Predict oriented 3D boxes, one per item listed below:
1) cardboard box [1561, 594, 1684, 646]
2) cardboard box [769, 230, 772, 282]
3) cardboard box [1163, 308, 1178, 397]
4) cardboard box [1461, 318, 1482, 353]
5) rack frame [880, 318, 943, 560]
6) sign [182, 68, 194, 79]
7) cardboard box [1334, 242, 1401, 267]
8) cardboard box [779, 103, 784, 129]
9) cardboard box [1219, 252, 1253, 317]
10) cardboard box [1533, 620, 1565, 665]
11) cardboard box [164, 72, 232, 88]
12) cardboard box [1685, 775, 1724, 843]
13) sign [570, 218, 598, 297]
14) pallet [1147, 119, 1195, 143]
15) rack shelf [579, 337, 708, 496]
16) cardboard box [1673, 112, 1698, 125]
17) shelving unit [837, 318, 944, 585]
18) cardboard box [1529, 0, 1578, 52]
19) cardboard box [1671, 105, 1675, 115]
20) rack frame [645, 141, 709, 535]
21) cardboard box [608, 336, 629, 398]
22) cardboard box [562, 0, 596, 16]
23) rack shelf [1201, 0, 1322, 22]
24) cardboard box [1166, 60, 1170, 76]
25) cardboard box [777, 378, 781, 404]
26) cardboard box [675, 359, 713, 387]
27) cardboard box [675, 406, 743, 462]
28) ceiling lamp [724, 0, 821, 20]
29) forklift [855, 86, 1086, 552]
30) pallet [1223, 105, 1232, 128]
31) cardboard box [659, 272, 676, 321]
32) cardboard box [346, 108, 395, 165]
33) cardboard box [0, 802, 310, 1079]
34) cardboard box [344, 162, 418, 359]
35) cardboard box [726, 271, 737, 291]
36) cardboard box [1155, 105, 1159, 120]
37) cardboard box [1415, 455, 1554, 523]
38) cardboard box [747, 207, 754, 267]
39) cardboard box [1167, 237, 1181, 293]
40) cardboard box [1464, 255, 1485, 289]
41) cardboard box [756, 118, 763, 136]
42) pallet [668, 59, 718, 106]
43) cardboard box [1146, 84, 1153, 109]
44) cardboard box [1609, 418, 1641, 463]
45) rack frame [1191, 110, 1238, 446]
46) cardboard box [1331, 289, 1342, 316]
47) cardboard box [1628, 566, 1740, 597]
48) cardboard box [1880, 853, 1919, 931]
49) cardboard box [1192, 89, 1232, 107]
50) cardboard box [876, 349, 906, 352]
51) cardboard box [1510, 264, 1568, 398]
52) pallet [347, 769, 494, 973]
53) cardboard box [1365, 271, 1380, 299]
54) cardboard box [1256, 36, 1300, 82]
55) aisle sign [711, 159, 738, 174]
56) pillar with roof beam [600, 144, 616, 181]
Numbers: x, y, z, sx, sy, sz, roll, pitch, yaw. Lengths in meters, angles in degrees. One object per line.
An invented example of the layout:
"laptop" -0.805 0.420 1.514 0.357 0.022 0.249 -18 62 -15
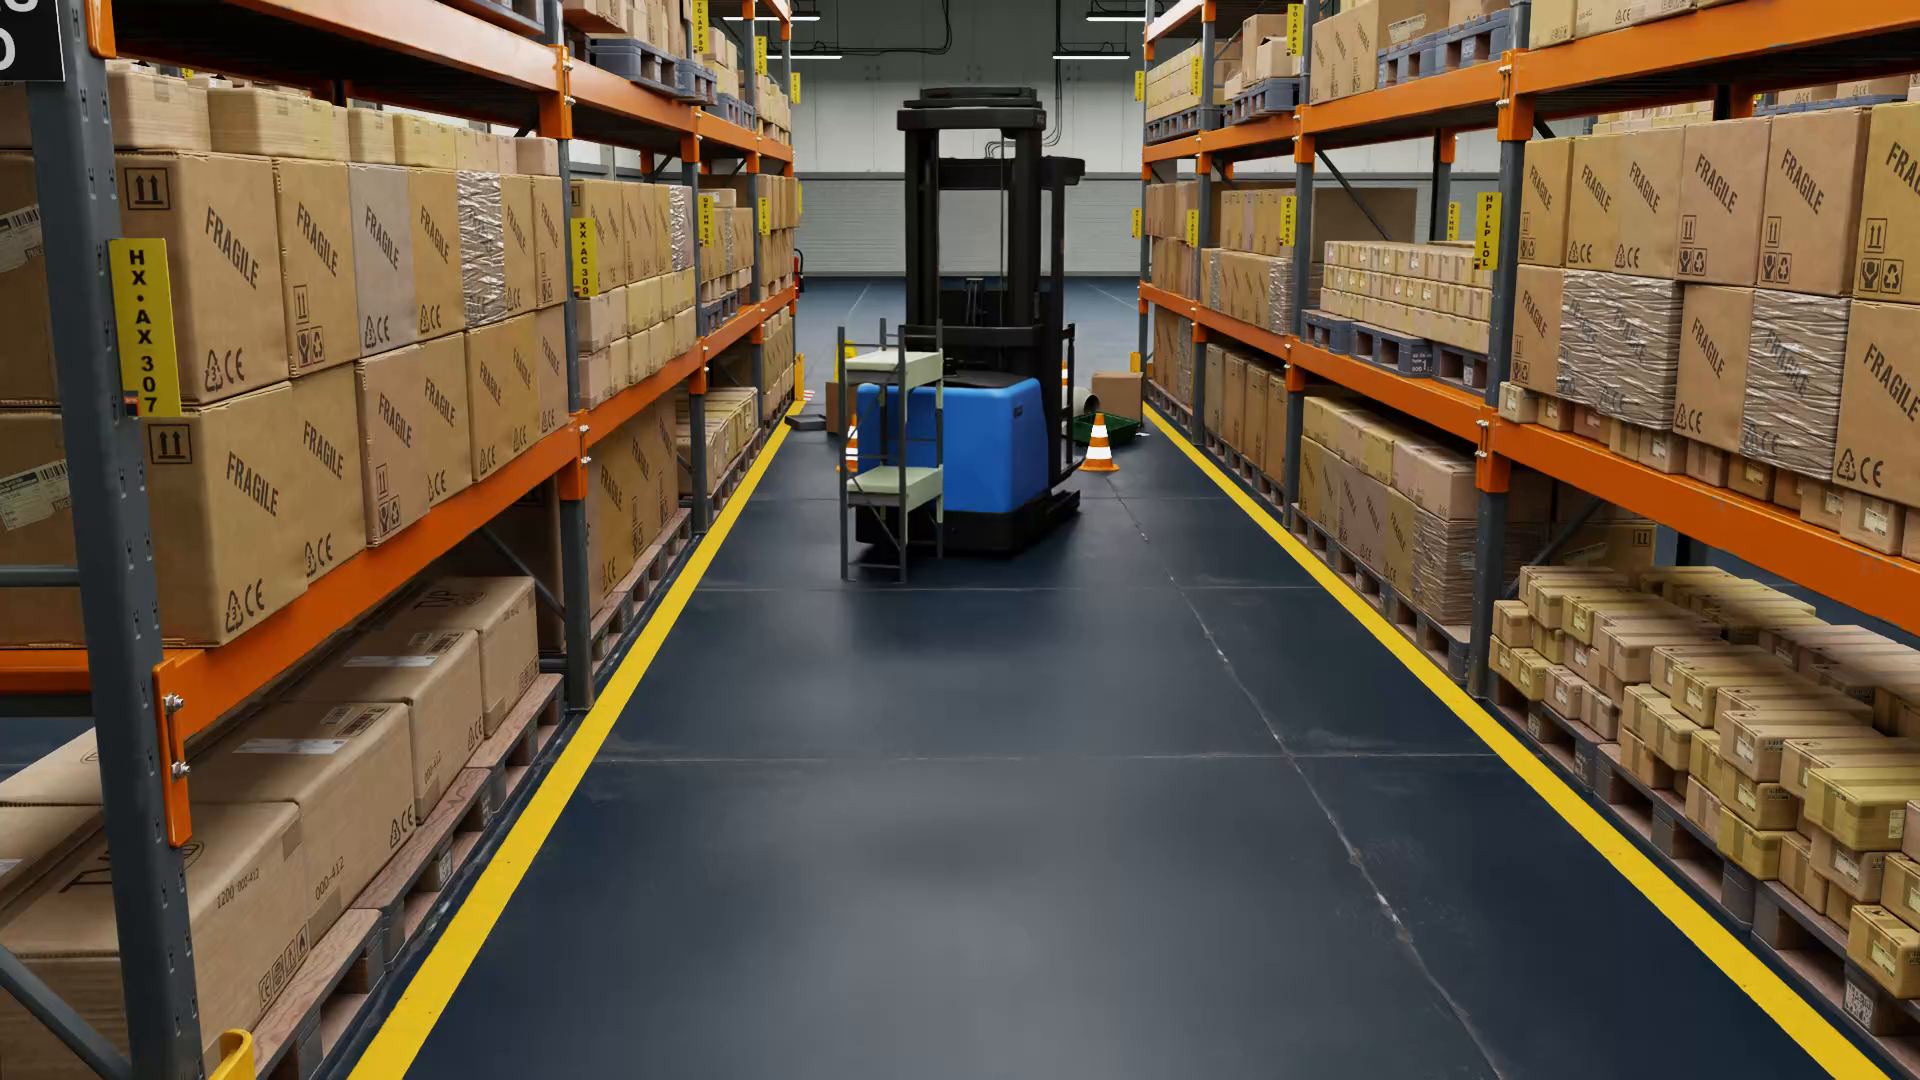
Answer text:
"cardboard box" 2.617 0.315 6.579 0.380 0.149 0.250 0 11 -2
"cardboard box" -2.060 -2.692 15.784 0.500 0.500 0.500 0 11 -1
"cardboard box" 2.668 -1.999 17.658 0.875 0.875 0.875 0 11 -2
"cardboard box" 2.604 -0.971 7.879 0.380 0.149 0.250 0 11 -1
"rack frame" -0.301 -0.622 10.352 0.400 1.500 0.023 3 12 16
"sign" -6.716 -4.170 14.431 0.100 0.325 0.005 0 11 -1
"cardboard box" 2.557 -1.782 10.379 0.380 0.149 0.250 -1 11 -3
"cardboard box" -2.074 -4.343 17.005 0.500 0.250 0.500 0 11 0
"cardboard box" 2.411 -2.093 13.579 0.500 0.500 0.500 0 11 -1
"cardboard box" 2.599 0.410 6.860 0.380 0.149 0.250 0 11 -1
"cardboard box" -7.032 -4.135 15.270 0.500 0.311 0.500 0 11 0
"cardboard box" 2.582 0.866 5.359 0.380 0.149 0.250 0 11 0
"sign" -1.576 -1.184 6.975 0.100 0.325 0.005 0 11 -1
"pallet" 2.594 -4.424 17.998 1.003 0.211 1.213 0 11 -1
"rack shelf" -2.172 -0.764 9.088 1.077 0.370 4.000 0 11 -1
"cardboard box" 7.325 -4.041 16.265 0.500 0.250 0.500 0 11 -2
"shelving unit" -0.405 -0.552 10.008 0.431 1.500 0.755 3 12 16
"cardboard box" 2.562 -2.062 6.514 0.500 0.250 0.500 0 11 2
"cardboard box" 7.366 -4.321 16.643 0.380 0.149 0.250 -1 11 -3
"rack frame" -2.214 -1.514 10.976 1.000 3.000 0.127 0 11 -1
"cardboard box" -1.888 -0.836 8.015 0.500 0.250 0.500 -1 11 -3
"cardboard box" -1.791 -2.429 7.227 0.396 0.266 0.258 0 11 -2
"rack shelf" 2.692 -4.343 12.650 1.077 0.370 4.000 0 11 -1
"cardboard box" 2.287 -4.766 16.780 0.380 0.149 0.250 0 11 0
"cardboard box" -2.074 -1.497 16.753 0.500 0.250 0.500 0 11 -2
"cardboard box" -2.577 -1.651 15.627 0.500 0.500 0.500 0 11 -2
"cardboard box" -2.249 -0.841 13.215 0.950 0.372 0.625 0 11 1
"ceiling lamp" -3.831 -12.145 33.612 2.000 3.185 0.800 0 11 -1
"forklift" 0.238 -1.610 11.624 1.130 2.935 3.031 3 12 16
"pallet" 2.719 -3.543 13.918 0.805 0.209 1.217 -1 11 -3
"cardboard box" -1.904 -1.386 9.468 0.500 0.250 0.500 -1 11 -3
"cardboard box" -1.791 -1.110 4.588 0.380 0.149 0.250 0 11 -1
"cardboard box" -2.162 0.996 3.995 0.875 0.438 0.875 -1 11 -3
"cardboard box" -1.809 -0.764 4.514 0.500 0.500 0.500 0 11 -2
"cardboard box" -2.003 -2.088 13.380 0.380 0.149 0.250 0 11 -1
"cardboard box" 2.271 -4.526 17.603 0.380 0.149 0.250 0 11 -1
"cardboard box" 2.548 -0.254 8.113 0.500 0.250 0.500 -1 11 -3
"cardboard box" -2.057 -2.619 14.366 0.500 0.500 0.500 0 11 -2
"cardboard box" 2.592 -2.818 17.028 0.875 0.550 0.500 0 11 -1
"cardboard box" 2.606 -1.266 7.833 0.380 0.149 0.250 -1 11 -3
"cardboard box" -2.004 -3.771 15.190 0.380 0.149 0.250 0 11 -1
"pallet" -2.147 -2.763 10.067 1.213 0.211 1.003 0 11 1
"cardboard box" 2.321 -4.845 18.171 0.500 0.250 0.500 0 11 -1
"cardboard box" 2.572 -0.370 5.970 0.380 0.149 0.250 0 11 0
"rack frame" 2.651 -2.349 15.095 1.000 3.000 0.127 0 11 -1
"cardboard box" 2.546 -1.494 10.453 0.380 0.149 0.250 0 11 2
"cardboard box" 3.084 0.210 7.095 0.380 0.149 0.250 0 11 0
"cardboard box" 2.651 0.926 4.317 0.380 0.149 0.250 -1 11 -2
"cardboard box" 2.323 -4.022 15.120 0.380 0.149 0.250 0 11 -1
"cardboard box" -0.517 -1.468 15.134 0.500 0.500 0.500 0 11 -1
"cardboard box" 2.574 -0.854 6.726 0.500 0.500 0.500 0 11 -2
"pallet" -2.165 1.043 5.389 1.003 0.211 1.213 0 11 -1
"cardboard box" 2.569 -1.479 9.633 0.380 0.149 0.250 0 11 -1
"cardboard box" 2.412 -3.442 11.852 0.500 0.311 0.500 0 11 -1
"aisle sign" -2.690 -4.389 18.611 0.394 0.787 0.004 0 11 -1
"pillar with roof beam" -4.420 -10.669 41.016 9.100 9.000 0.548 0 11 -1
